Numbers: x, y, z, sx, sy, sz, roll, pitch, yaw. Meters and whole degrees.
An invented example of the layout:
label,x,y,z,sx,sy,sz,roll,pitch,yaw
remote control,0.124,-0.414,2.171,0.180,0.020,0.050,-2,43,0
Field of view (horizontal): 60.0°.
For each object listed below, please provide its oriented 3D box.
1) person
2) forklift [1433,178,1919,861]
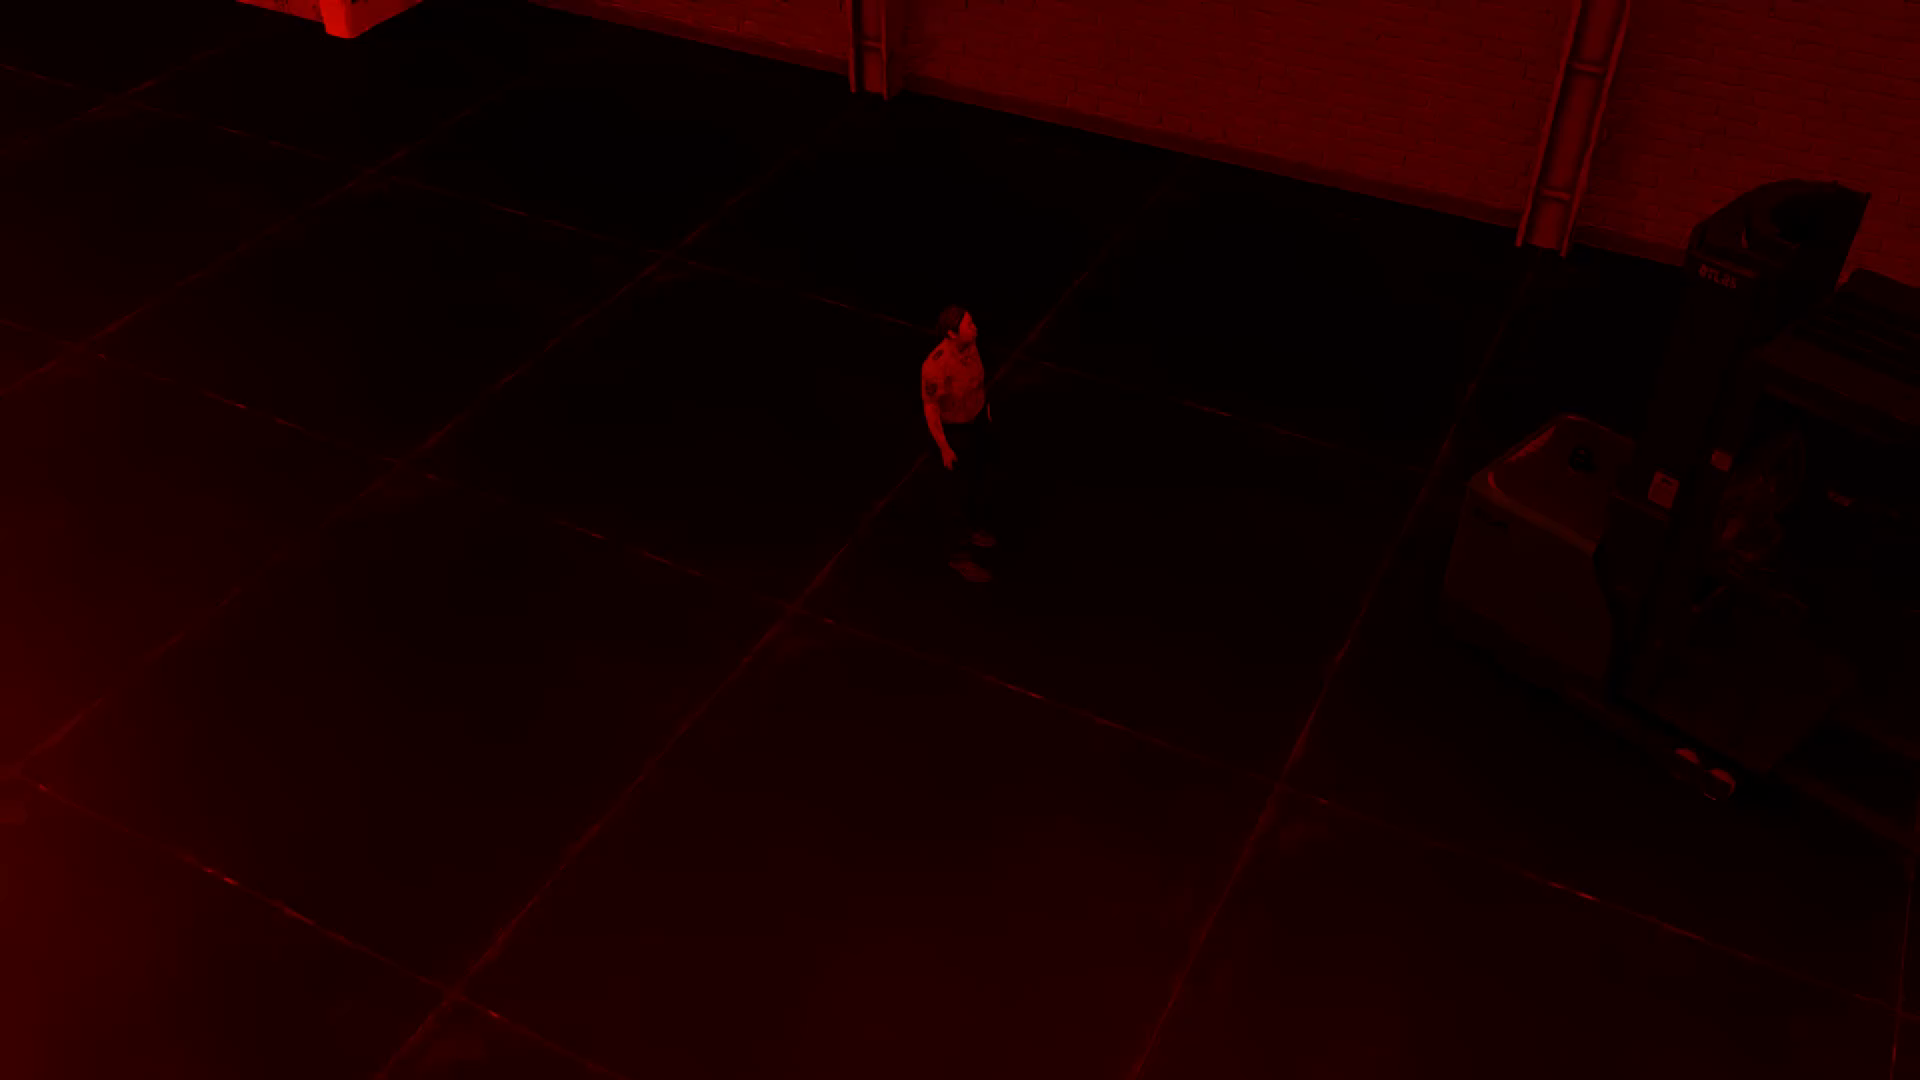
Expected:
label,x,y,z,sx,sy,sz,roll,pitch,yaw
person,0.069,-0.596,9.679,0.502,1.650,0.599,18,43,21
forklift,4.111,-0.144,8.157,1.130,2.935,3.031,-31,49,-31
